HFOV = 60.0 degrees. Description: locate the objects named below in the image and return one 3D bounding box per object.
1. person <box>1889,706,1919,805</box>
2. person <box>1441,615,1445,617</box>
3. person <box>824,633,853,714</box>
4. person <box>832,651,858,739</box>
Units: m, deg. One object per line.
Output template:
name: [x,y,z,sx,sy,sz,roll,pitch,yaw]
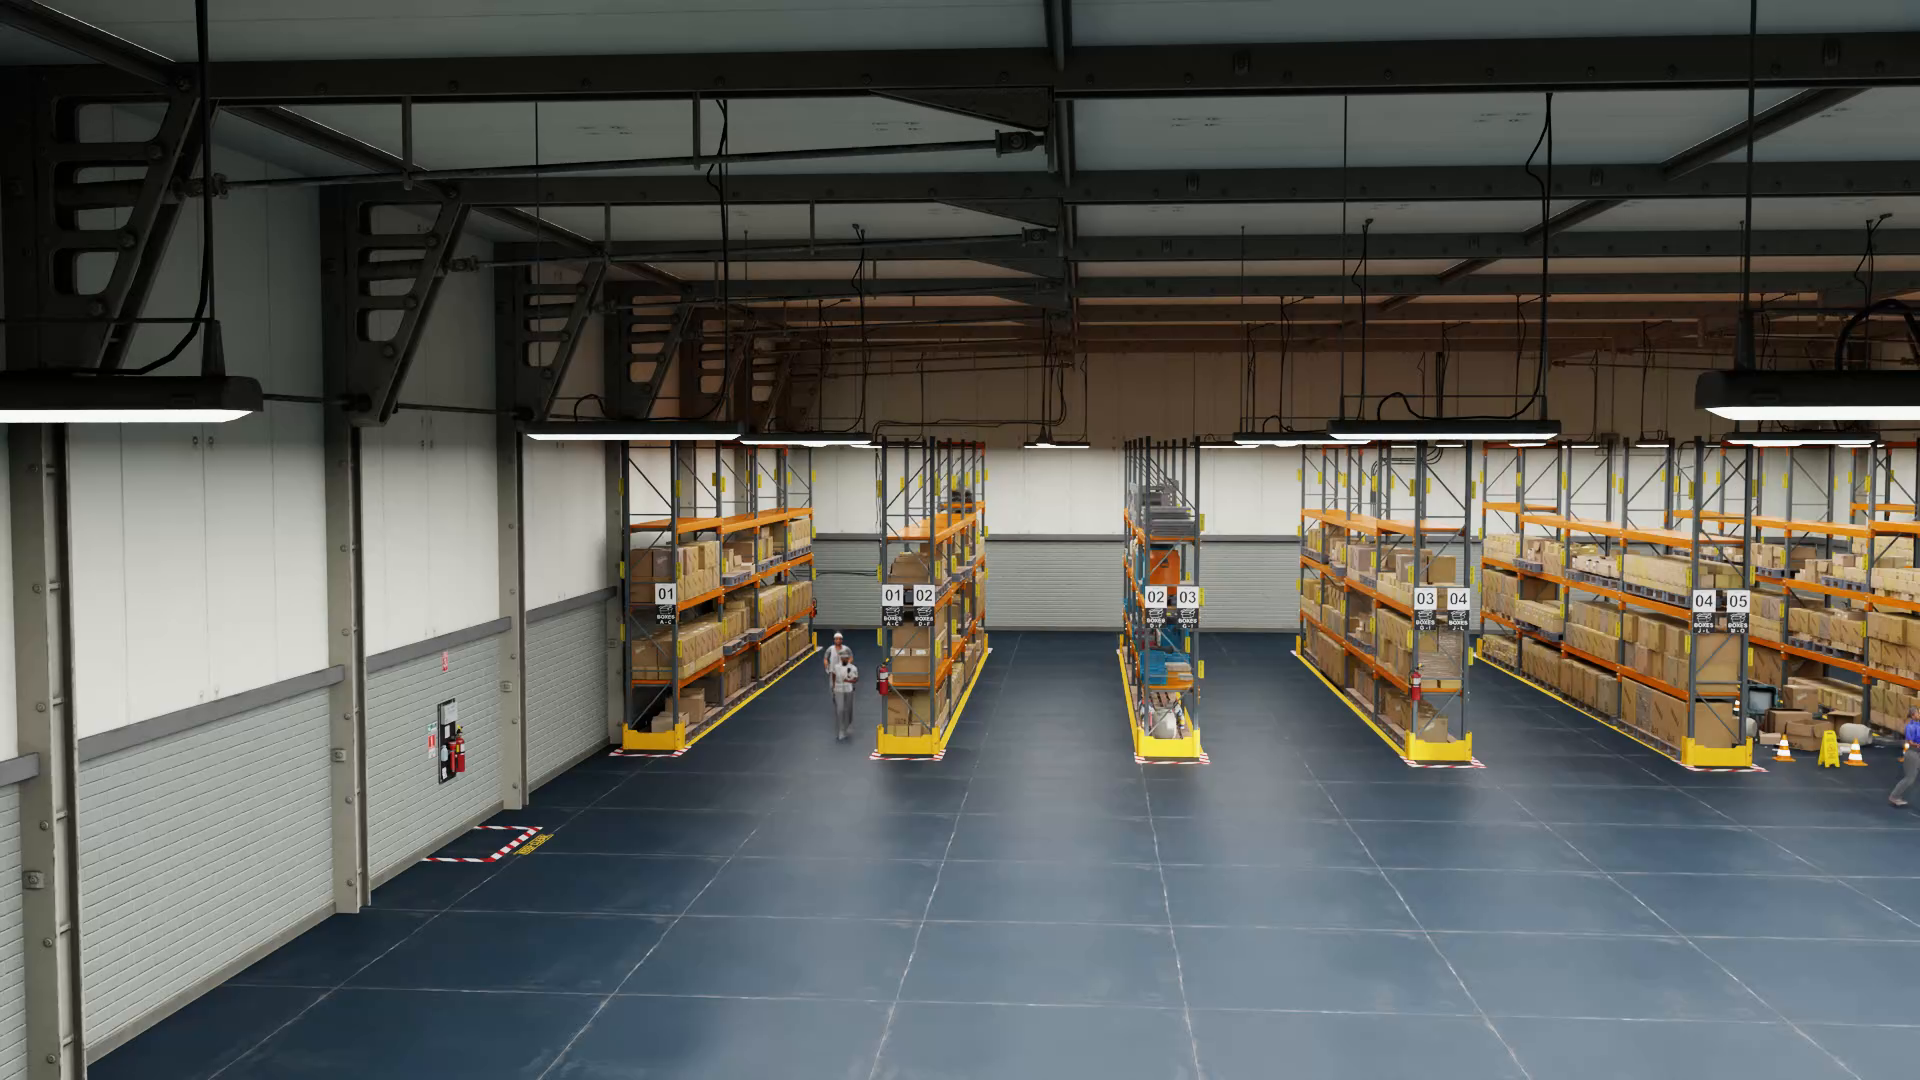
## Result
person: [15.289,3.498,26.588,0.581,1.685,0.733,-2,4,-35]
person: [13.250,2.424,46.690,0.764,1.638,0.656,2,4,29]
person: [-2.652,2.910,36.398,0.655,1.759,0.744,0,3,-8]
person: [-2.308,3.079,33.421,0.547,1.737,0.864,0,3,0]
